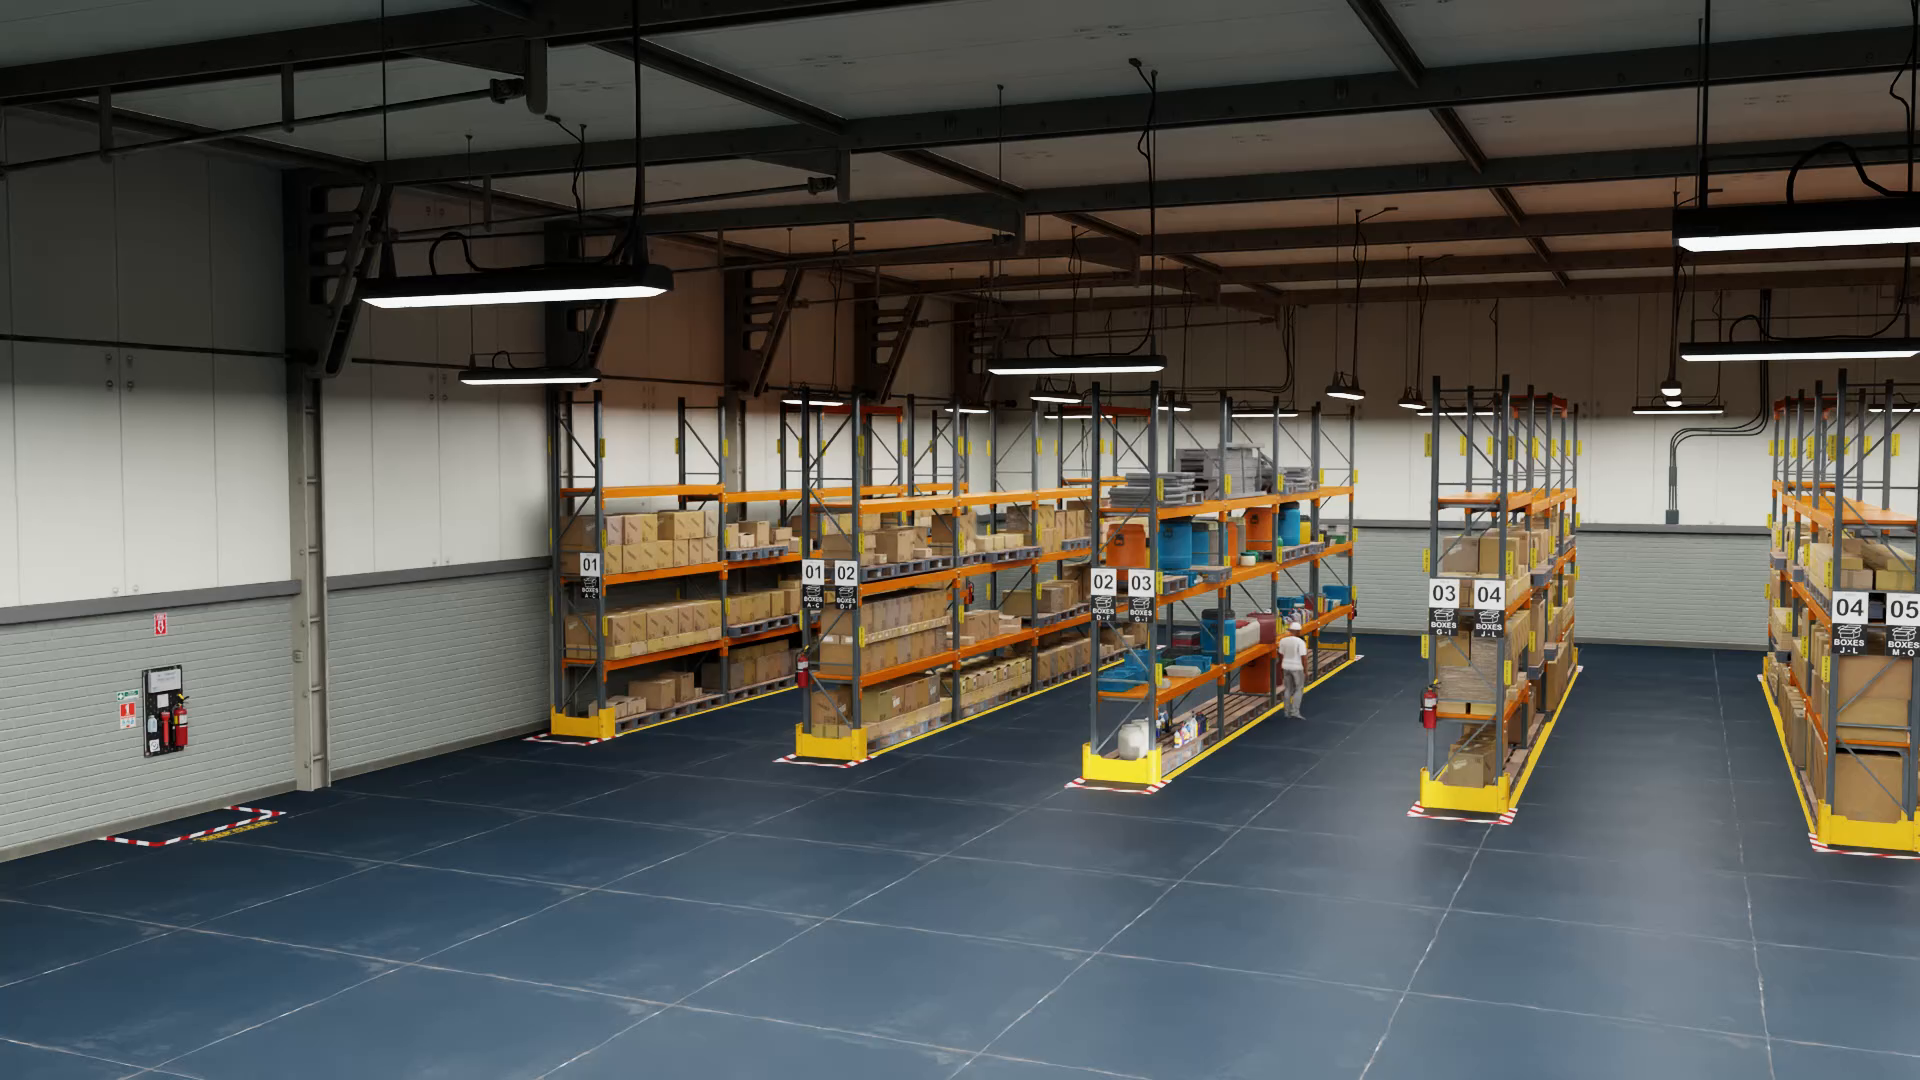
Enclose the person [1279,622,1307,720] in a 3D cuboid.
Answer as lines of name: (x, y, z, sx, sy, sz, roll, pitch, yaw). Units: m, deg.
person: (6.168, 2.426, 30.804, 0.602, 1.805, 0.452, 3, 4, 44)
